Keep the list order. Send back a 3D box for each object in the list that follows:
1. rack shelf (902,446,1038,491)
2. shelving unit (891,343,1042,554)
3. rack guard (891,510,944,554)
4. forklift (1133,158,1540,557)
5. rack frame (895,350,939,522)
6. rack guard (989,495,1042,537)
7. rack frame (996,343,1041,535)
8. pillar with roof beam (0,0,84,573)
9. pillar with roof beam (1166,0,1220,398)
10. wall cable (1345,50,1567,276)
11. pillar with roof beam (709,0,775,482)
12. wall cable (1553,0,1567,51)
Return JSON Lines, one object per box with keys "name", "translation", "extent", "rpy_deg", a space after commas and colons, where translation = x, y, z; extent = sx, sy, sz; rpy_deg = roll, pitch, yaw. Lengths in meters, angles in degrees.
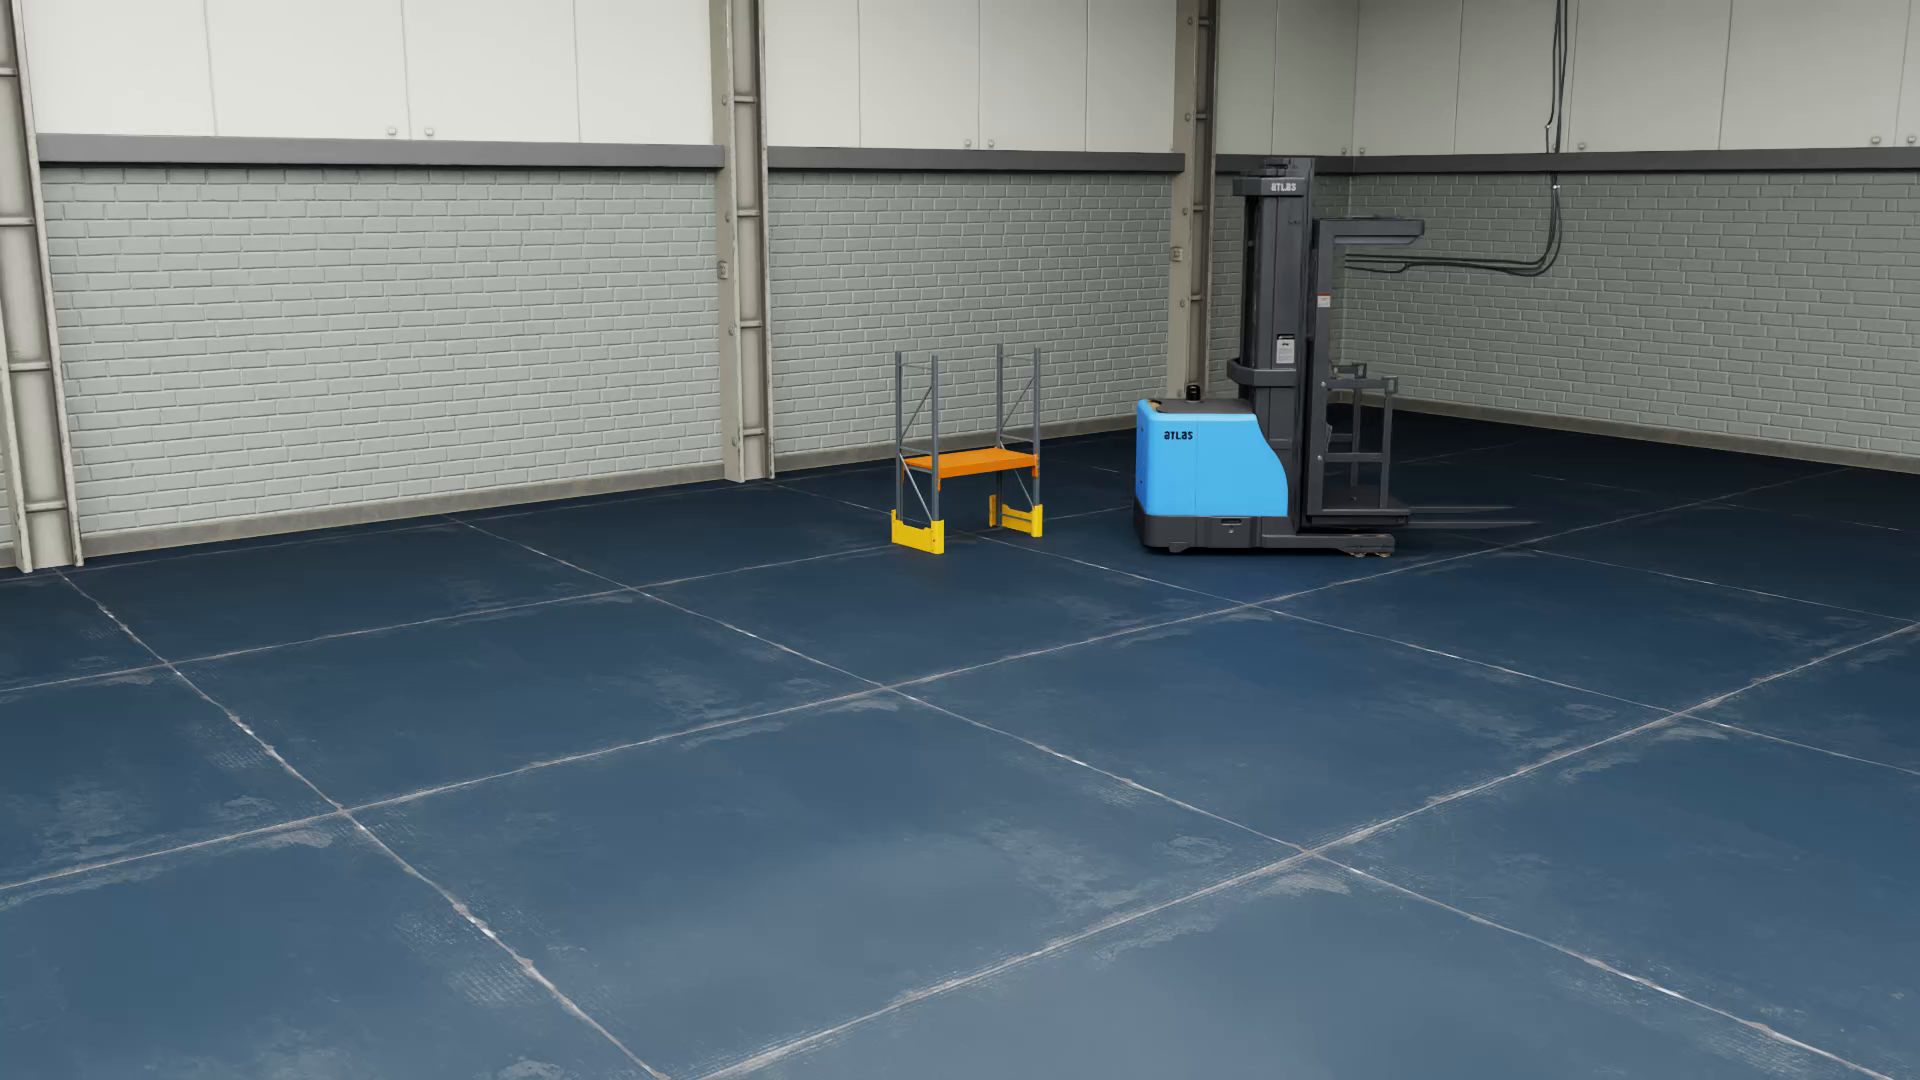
{"name": "rack shelf", "translation": [0.067, -0.569, 13.062], "extent": [1.000, 0.185, 0.538], "rpy_deg": [-9, 15, -38]}
{"name": "shelving unit", "translation": [0.060, -0.744, 13.020], "extent": [1.083, 1.500, 0.587], "rpy_deg": [-9, 15, -38]}
{"name": "rack guard", "translation": [-0.329, -0.068, 12.845], "extent": [0.087, 0.250, 0.587], "rpy_deg": [-9, 15, -38]}
{"name": "forklift", "translation": [2.913, -1.417, 12.744], "extent": [3.031, 2.935, 1.130], "rpy_deg": [0, 12, 0]}
{"name": "rack frame", "translation": [-0.330, -0.679, 12.714], "extent": [0.032, 1.500, 0.500], "rpy_deg": [-9, 15, -38]}
{"name": "rack guard", "translation": [0.448, -0.197, 13.454], "extent": [0.087, 0.250, 0.587], "rpy_deg": [-9, 15, -38]}
{"name": "rack frame", "translation": [0.464, -0.811, 13.336], "extent": [0.032, 1.500, 0.500], "rpy_deg": [-9, 15, -38]}
{"name": "pillar with roof beam", "translation": [-4.014, -3.517, 8.028], "extent": [0.400, 9.000, 9.100], "rpy_deg": [-9, 15, -38]}
{"name": "pillar with roof beam", "translation": [5.356, -5.074, 15.361], "extent": [0.400, 9.000, 9.100], "rpy_deg": [-9, 15, -38]}
{"name": "wall cable", "translation": [5.793, -4.421, 19.762], "extent": [0.112, 2.526, 3.097], "rpy_deg": [-9, 15, -38]}
{"name": "pillar with roof beam", "translation": [0.671, -4.296, 11.694], "extent": [0.400, 9.000, 9.100], "rpy_deg": [-9, 15, -38]}
{"name": "wall cable", "translation": [7.483, -6.453, 17.171], "extent": [0.112, 2.526, 3.097], "rpy_deg": [-9, 15, -38]}
